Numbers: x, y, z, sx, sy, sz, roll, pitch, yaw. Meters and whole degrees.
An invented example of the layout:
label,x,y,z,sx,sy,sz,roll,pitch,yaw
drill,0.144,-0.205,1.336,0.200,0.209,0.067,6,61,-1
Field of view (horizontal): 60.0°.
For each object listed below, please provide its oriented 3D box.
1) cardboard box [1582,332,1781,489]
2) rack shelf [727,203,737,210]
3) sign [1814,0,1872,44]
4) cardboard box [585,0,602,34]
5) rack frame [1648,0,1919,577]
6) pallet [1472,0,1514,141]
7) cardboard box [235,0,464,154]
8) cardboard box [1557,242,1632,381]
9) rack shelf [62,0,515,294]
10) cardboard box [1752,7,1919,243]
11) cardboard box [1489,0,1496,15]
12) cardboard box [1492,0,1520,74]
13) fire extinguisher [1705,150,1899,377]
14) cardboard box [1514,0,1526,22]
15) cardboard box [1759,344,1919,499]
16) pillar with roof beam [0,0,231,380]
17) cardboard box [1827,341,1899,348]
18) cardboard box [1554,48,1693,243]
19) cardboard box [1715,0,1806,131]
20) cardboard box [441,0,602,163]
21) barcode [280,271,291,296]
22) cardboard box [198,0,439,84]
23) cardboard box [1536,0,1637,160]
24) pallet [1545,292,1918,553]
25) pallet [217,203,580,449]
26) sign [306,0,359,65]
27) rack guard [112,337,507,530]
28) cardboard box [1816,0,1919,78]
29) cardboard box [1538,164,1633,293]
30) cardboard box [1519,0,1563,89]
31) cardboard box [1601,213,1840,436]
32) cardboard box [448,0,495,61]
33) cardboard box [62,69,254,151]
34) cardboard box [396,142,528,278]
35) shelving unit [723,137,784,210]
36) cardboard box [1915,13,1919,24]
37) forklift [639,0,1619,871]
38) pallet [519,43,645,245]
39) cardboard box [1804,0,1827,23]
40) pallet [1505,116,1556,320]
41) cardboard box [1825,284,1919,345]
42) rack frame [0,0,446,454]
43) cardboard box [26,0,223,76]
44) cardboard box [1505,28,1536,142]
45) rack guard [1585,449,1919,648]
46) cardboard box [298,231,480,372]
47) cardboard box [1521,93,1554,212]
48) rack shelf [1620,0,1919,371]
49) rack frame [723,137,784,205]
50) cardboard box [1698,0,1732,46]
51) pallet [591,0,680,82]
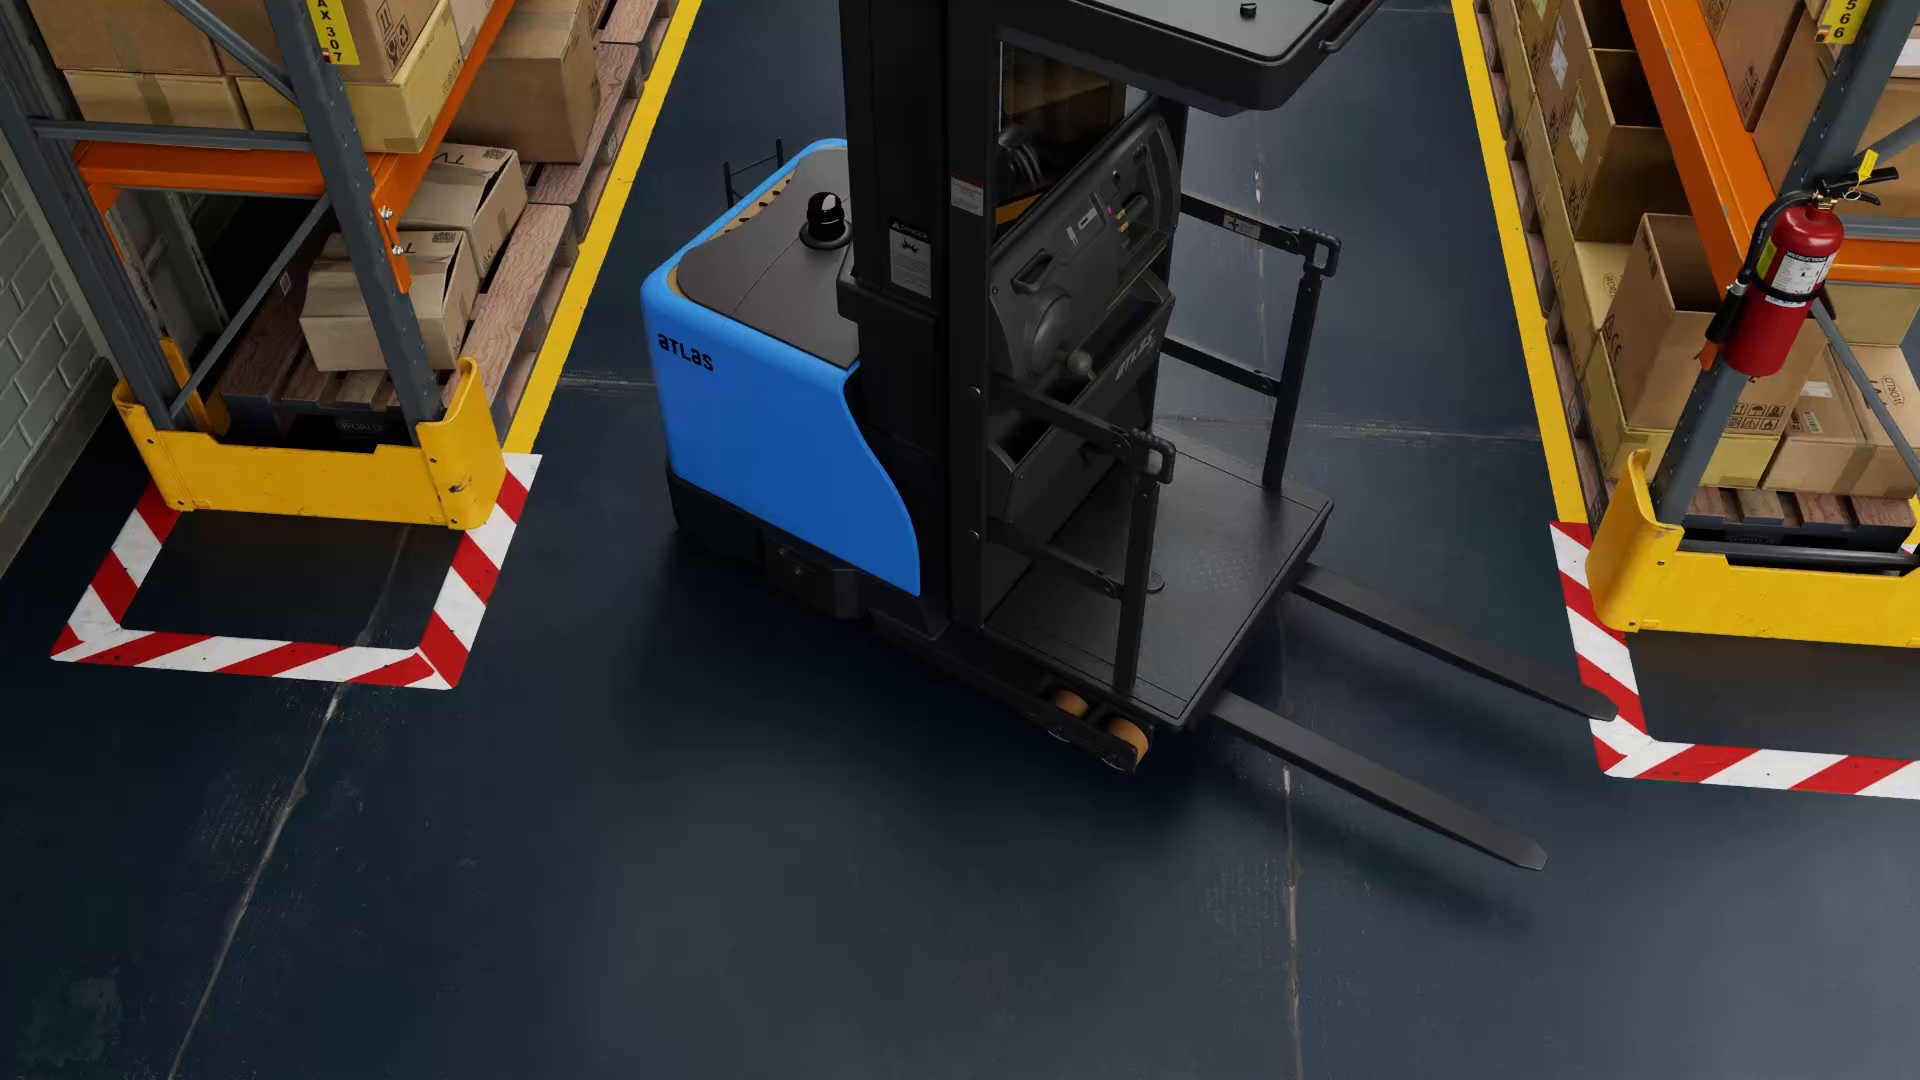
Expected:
label,x,y,z,sx,sy,sz,roll,pitch,yaw
cardboard box,2.460,-0.451,5.709,0.500,0.250,0.500,4,48,4
rack shelf,-0.657,-1.150,5.871,0.258,0.077,0.200,-30,54,-25
sign,2.166,-1.341,3.998,0.100,0.325,0.005,4,48,4
cardboard box,-1.919,-2.633,7.521,0.500,0.500,0.500,1,48,1
rack frame,2.705,-0.823,4.470,1.000,3.000,0.127,4,48,4
pallet,2.955,-2.240,7.656,1.003,0.211,1.213,4,48,4
cardboard box,-1.868,-1.447,5.129,0.500,0.250,0.500,3,48,2
cardboard box,2.493,-0.819,6.045,0.500,0.250,0.500,4,48,4
rack shelf,-2.046,-2.381,6.382,1.077,0.370,4.000,4,48,4
cardboard box,2.760,-1.199,4.746,0.700,0.500,0.500,4,48,4
cardboard box,2.725,-2.656,7.725,0.500,0.250,0.500,4,48,4
cardboard box,2.675,-2.289,7.390,0.500,0.250,0.500,4,48,4
fire extinguisher,2.232,-0.742,4.448,0.296,0.674,0.183,4,48,4
cardboard box,2.678,-2.542,7.113,0.500,0.500,0.500,4,48,4
cardboard box,2.976,-0.416,5.677,0.500,0.250,0.500,4,48,4
pillar with roof beam,1.261,-3.462,2.818,9.100,9.000,0.400,4,48,4
cardboard box,3.017,-0.784,6.013,0.500,0.250,0.500,4,48,4
cardboard box,2.534,-1.440,6.105,0.500,0.500,0.500,4,48,4
cardboard box,2.803,-1.586,5.100,0.700,0.500,0.500,5,48,5
cardboard box,-1.907,-1.916,6.865,0.700,0.500,0.500,1,48,1
barcode,-2.472,-0.940,6.095,0.001,0.075,0.075,4,48,4
cardboard box,-1.885,-1.694,4.846,0.500,0.500,0.500,4,48,4
cardboard box,2.581,-1.807,6.441,0.500,0.500,0.500,4,48,4
pallet,2.733,-0.447,6.016,1.003,0.211,1.213,4,48,4
pallet,-2.112,-0.863,6.396,1.003,0.211,1.213,4,48,4
sign,-1.688,-1.410,4.420,0.100,0.325,0.005,4,48,4
rack guard,-2.221,-0.366,5.746,1.175,0.500,0.348,4,48,4
cardboard box,2.550,-1.370,4.463,0.380,0.149,0.250,3,48,3
cardboard box,2.537,-1.187,6.381,0.500,0.250,0.500,4,48,4
cardboard box,2.625,-2.175,6.777,0.500,0.500,0.500,4,48,4
cardboard box,2.458,-0.704,5.432,0.500,0.500,0.500,4,48,4
cardboard box,-1.835,-1.830,5.479,0.500,0.250,0.500,3,48,2
cardboard box,-2.379,-1.466,5.147,0.500,0.250,0.500,4,48,4
cardboard box,-2.024,-1.316,6.445,0.500,0.311,0.500,7,48,7
shelving unit,-0.657,-0.990,6.046,0.258,0.900,0.210,-30,54,-25
cardboard box,2.765,-1.676,4.303,0.700,0.500,0.500,4,48,4
forklift,0.527,-0.737,4.438,3.031,2.935,1.130,26,53,22
pallet,-1.998,-1.757,7.214,1.003,0.211,1.213,4,48,4
cardboard box,2.573,-1.562,4.639,0.380,0.149,0.250,5,48,5
pallet,2.847,-1.341,6.833,1.003,0.211,1.213,4,48,4
cardboard box,3.019,-1.037,5.736,0.500,0.500,0.500,4,48,4
rack frame,-2.228,-1.154,4.772,1.000,3.000,0.127,4,48,4
cardboard box,-2.397,-1.724,4.874,0.500,0.500,0.500,3,48,3
cardboard box,2.624,-1.922,7.054,0.500,0.250,0.500,4,48,4
rack guard,2.703,0.038,5.377,1.175,0.500,0.348,4,48,4
cardboard box,-2.076,-0.897,6.062,0.500,0.311,0.500,-1,48,-1
cardboard box,2.585,-1.554,6.717,0.500,0.250,0.500,4,48,4
rack shelf,2.887,-2.050,6.080,1.077,0.370,4.000,4,48,4
rack frame,-0.721,-1.049,6.100,0.240,0.900,0.006,-30,54,-25
cardboard box,2.854,-1.950,5.433,0.700,0.500,0.500,4,48,4
pallet,-1.890,-2.656,8.036,1.003,0.211,1.213,4,48,4
